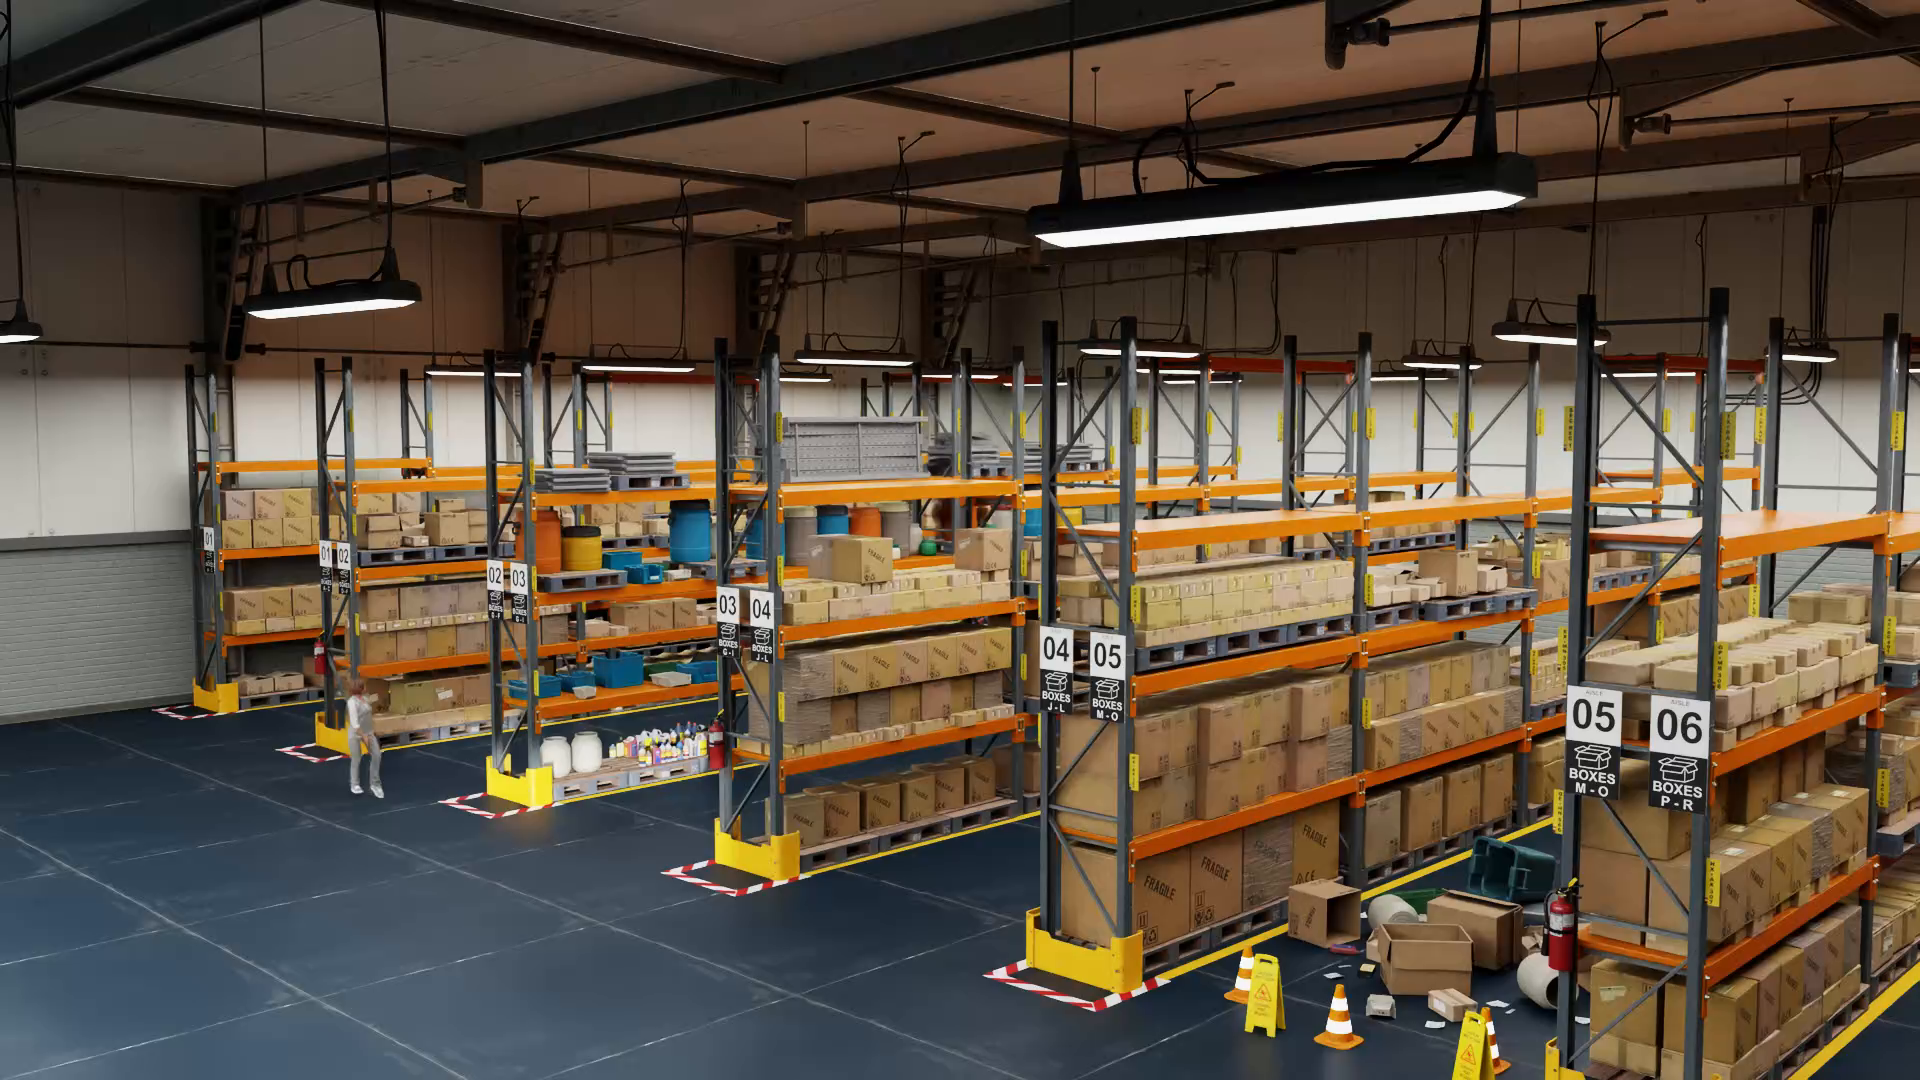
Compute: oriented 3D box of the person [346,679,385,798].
[{"bbox_3d":[-8.042,2.710,22.347,0.600,1.523,0.407,4,6,44],"label":"person"}]
